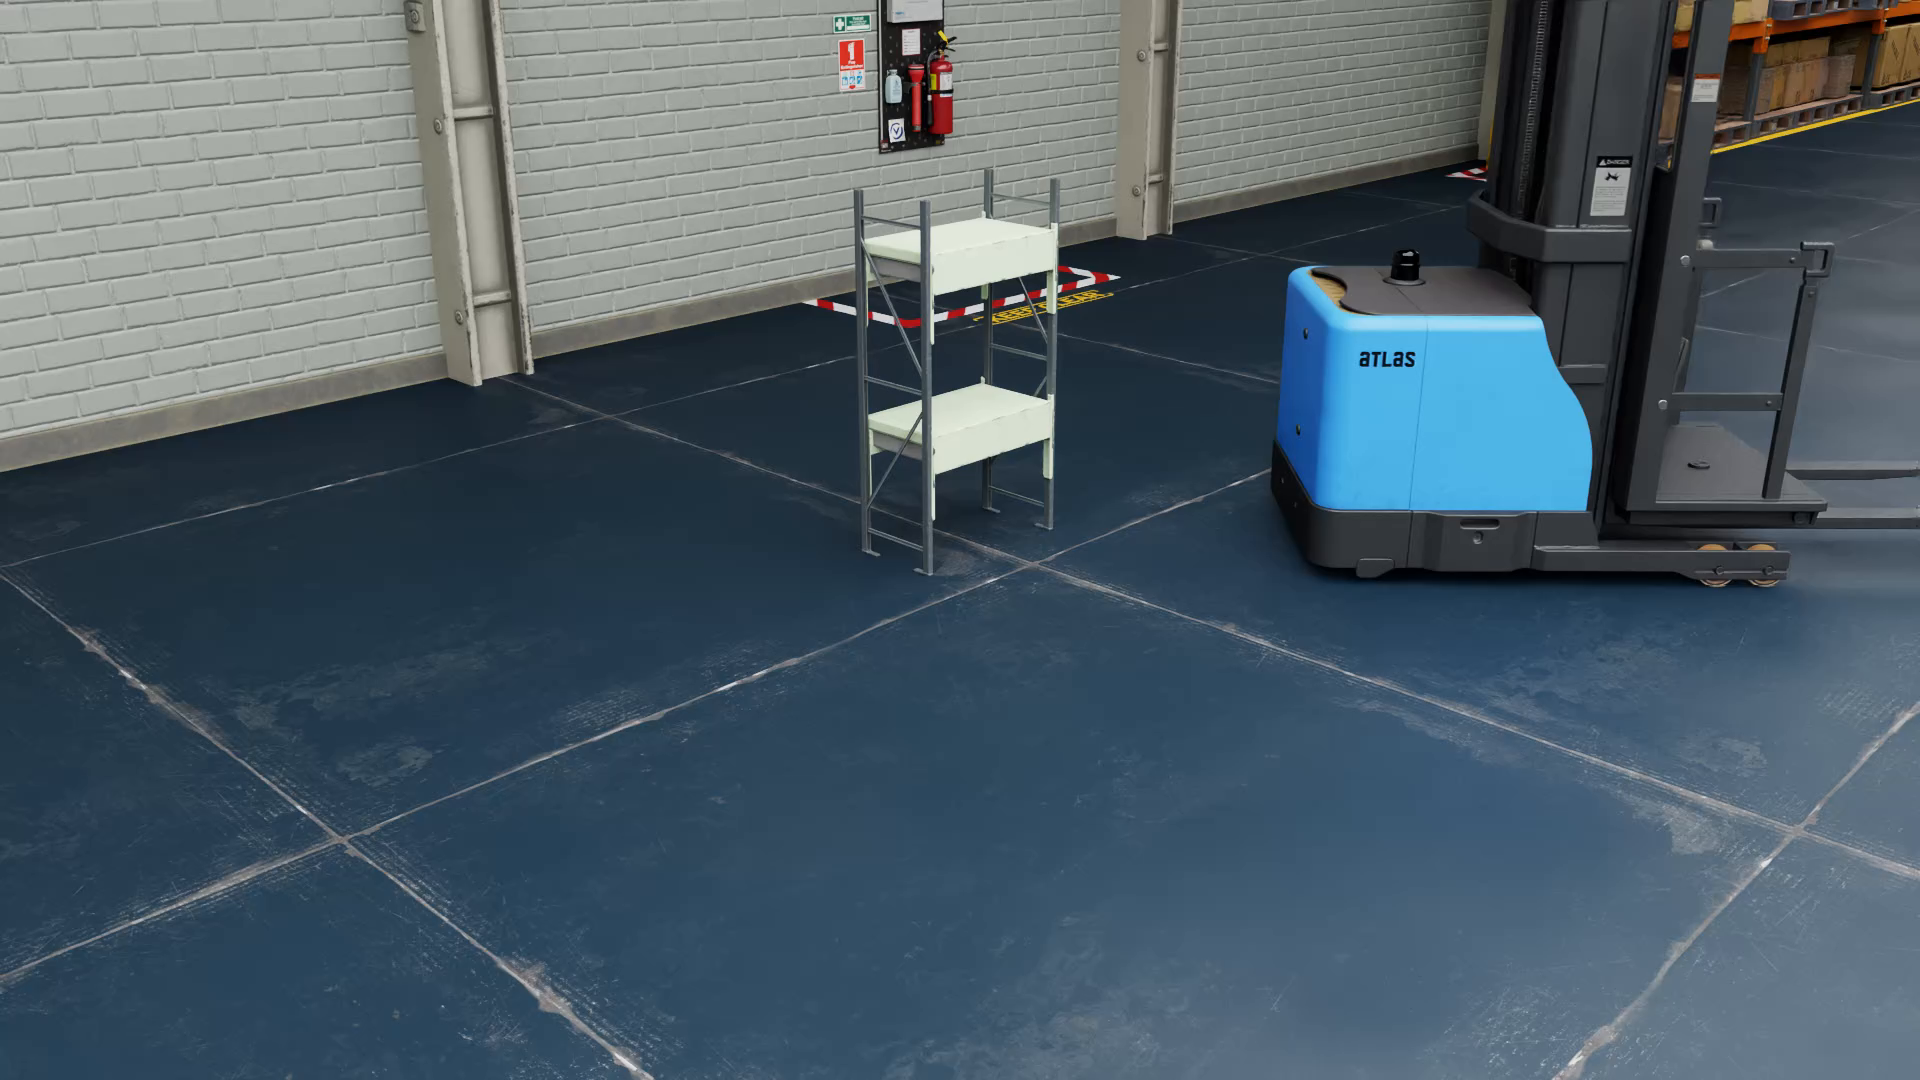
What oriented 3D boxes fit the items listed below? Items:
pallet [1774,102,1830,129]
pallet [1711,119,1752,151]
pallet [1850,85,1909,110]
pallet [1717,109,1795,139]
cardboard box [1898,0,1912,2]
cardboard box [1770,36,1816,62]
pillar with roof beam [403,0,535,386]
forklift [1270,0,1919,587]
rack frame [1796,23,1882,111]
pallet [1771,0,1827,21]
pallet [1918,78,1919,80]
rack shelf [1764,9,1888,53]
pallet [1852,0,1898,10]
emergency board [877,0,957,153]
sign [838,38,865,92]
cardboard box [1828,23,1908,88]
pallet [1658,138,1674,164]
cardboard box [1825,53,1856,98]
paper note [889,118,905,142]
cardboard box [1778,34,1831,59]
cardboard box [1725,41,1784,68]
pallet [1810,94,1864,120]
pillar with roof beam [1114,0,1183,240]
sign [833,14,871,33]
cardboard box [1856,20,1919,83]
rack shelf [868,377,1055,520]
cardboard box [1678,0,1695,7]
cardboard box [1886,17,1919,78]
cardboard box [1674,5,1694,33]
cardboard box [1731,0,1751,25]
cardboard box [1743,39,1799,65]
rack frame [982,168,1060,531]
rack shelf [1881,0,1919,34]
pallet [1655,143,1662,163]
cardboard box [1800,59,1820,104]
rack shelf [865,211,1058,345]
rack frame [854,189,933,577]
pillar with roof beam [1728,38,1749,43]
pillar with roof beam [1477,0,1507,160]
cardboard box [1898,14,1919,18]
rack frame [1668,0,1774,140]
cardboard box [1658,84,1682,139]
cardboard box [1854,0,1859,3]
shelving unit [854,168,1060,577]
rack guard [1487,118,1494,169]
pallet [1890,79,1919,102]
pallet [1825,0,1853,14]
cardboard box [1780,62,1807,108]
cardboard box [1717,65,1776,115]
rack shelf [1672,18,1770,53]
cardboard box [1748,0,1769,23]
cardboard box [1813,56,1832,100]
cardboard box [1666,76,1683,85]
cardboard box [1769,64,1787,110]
[{"bbox_3d":[9.991,-5.280,20.519,1.003,0.211,1.213,19,28,41],"label":"pallet"},{"bbox_3d":[8.155,-4.583,18.705,1.003,0.211,1.213,19,28,41],"label":"pallet"},{"bbox_3d":[11.992,-5.977,22.330,1.003,0.211,1.213,19,28,41],"label":"pallet"},{"bbox_3d":[9.140,-4.965,19.699,1.003,0.211,1.213,19,28,41],"label":"pallet"},{"bbox_3d":[12.212,-7.123,21.748,0.250,0.149,0.380,-19,28,-40],"label":"cardboard box"},{"bbox_3d":[10.126,-6.021,20.384,0.500,0.250,0.500,19,28,40],"label":"cardboard box"},{"bbox_3d":[0.389,-4.073,5.128,9.100,9.000,0.400,19,28,41],"label":"pillar with roof beam"},{"bbox_3d":[2.905,-1.374,6.564,3.031,2.935,1.130,0,21,0],"label":"forklift"},{"bbox_3d":[11.388,-7.095,21.352,1.000,3.000,0.127,19,28,41],"label":"rack frame"},{"bbox_3d":[9.235,-6.137,19.128,1.003,0.211,1.213,19,28,41],"label":"pallet"},{"bbox_3d":[13.694,-6.604,23.962,1.003,0.211,1.213,19,28,41],"label":"pallet"},{"bbox_3d":[9.993,-6.245,20.143,1.077,0.370,4.000,19,28,41],"label":"rack shelf"},{"bbox_3d":[10.968,-6.795,20.840,1.213,0.211,1.003,19,28,41],"label":"pallet"},{"bbox_3d":[-0.261,-3.267,11.393,0.194,1.169,0.643,19,28,41],"label":"emergency board"},{"bbox_3d":[-0.720,-3.167,11.084,0.001,0.329,0.234,19,28,41],"label":"sign"},{"bbox_3d":[11.995,-6.443,22.069,0.750,0.750,0.750,19,28,40],"label":"cardboard box"},{"bbox_3d":[7.304,-4.268,17.885,1.003,0.211,1.213,19,28,41],"label":"pallet"},{"bbox_3d":[10.923,-5.935,21.206,0.500,0.500,0.700,-20,29,-41],"label":"cardboard box"},{"bbox_3d":[-0.434,-2.827,11.477,0.016,0.148,0.142,19,28,41],"label":"paper note"},{"bbox_3d":[10.481,-6.154,20.731,0.500,0.250,0.500,-20,28,-41],"label":"cardboard box"},{"bbox_3d":[9.404,-5.762,19.712,0.500,0.250,0.500,19,28,40],"label":"cardboard box"},{"bbox_3d":[10.842,-5.593,21.331,1.003,0.211,1.213,19,28,41],"label":"pallet"},{"bbox_3d":[4.575,-5.615,9.141,9.100,9.000,0.400,19,28,41],"label":"pillar with roof beam"},{"bbox_3d":[-0.711,-3.413,10.986,0.001,0.109,0.331,19,28,41],"label":"sign"},{"bbox_3d":[12.611,-6.667,22.650,0.750,0.750,0.750,19,28,40],"label":"cardboard box"},{"bbox_3d":[-0.005,-0.394,6.918,0.431,0.370,0.720,19,28,41],"label":"rack shelf"},{"bbox_3d":[7.073,-5.631,16.680,0.500,0.500,0.500,18,27,39],"label":"cardboard box"},{"bbox_3d":[13.201,-6.887,23.222,0.750,0.750,0.750,-19,28,-40],"label":"cardboard box"},{"bbox_3d":[7.087,-5.290,16.838,0.500,0.250,0.500,19,28,40],"label":"cardboard box"},{"bbox_3d":[8.131,-5.682,17.858,0.500,0.250,0.500,19,28,41],"label":"cardboard box"},{"bbox_3d":[9.765,-5.897,20.062,0.500,0.250,0.500,18,28,39],"label":"cardboard box"},{"bbox_3d":[0.251,-0.792,7.046,0.400,1.500,0.023,19,28,41],"label":"rack frame"},{"bbox_3d":[12.784,-7.273,22.819,1.077,0.370,4.000,19,28,41],"label":"rack shelf"},{"bbox_3d":[6.453,-3.956,17.073,1.003,0.211,1.213,19,28,41],"label":"pallet"},{"bbox_3d":[10.154,-5.697,20.587,0.700,0.500,0.500,19,28,40],"label":"cardboard box"},{"bbox_3d":[-0.005,-1.063,6.661,0.431,0.370,0.720,19,28,41],"label":"rack shelf"},{"bbox_3d":[-0.260,-0.604,6.556,0.400,1.500,0.023,19,28,41],"label":"rack frame"},{"bbox_3d":[12.946,-8.700,17.166,9.100,9.000,0.400,19,28,41],"label":"pillar with roof beam"},{"bbox_3d":[8.761,-7.157,13.154,9.100,9.000,0.400,19,28,41],"label":"pillar with roof beam"},{"bbox_3d":[13.818,-7.116,23.818,0.750,0.750,0.750,20,28,41],"label":"cardboard box"},{"bbox_3d":[8.598,-6.066,18.677,1.000,3.000,0.127,19,28,41],"label":"rack frame"},{"bbox_3d":[7.300,-4.555,17.615,0.700,0.500,0.500,17,27,37],"label":"cardboard box"},{"bbox_3d":[11.784,-7.013,21.463,0.380,0.149,0.250,19,28,40],"label":"cardboard box"},{"bbox_3d":[-0.005,-0.698,6.801,0.431,1.500,0.755,19,28,41],"label":"shelving unit"},{"bbox_3d":[5.861,-3.891,16.501,1.175,0.500,0.348,19,28,41],"label":"rack guard"},{"bbox_3d":[12.843,-6.289,23.142,1.003,0.211,1.213,19,28,41],"label":"pallet"},{"bbox_3d":[10.037,-6.486,20.036,1.003,0.211,1.213,19,28,41],"label":"pallet"},{"bbox_3d":[9.809,-5.565,20.243,0.700,0.500,0.500,20,28,41],"label":"cardboard box"},{"bbox_3d":[9.099,-5.298,19.549,0.500,0.500,0.700,-19,28,-40],"label":"cardboard box"},{"bbox_3d":[7.203,-5.217,17.468,1.077,0.370,4.000,19,28,41],"label":"rack shelf"},{"bbox_3d":[8.485,-5.808,18.186,0.500,0.250,0.500,19,28,41],"label":"cardboard box"},{"bbox_3d":[10.481,-5.832,20.937,0.700,0.500,0.500,19,28,41],"label":"cardboard box"},{"bbox_3d":[7.903,-4.828,18.326,0.500,0.500,0.500,17,27,37],"label":"cardboard box"},{"bbox_3d":[9.424,-5.444,19.928,0.700,0.500,0.500,19,28,40],"label":"cardboard box"}]
